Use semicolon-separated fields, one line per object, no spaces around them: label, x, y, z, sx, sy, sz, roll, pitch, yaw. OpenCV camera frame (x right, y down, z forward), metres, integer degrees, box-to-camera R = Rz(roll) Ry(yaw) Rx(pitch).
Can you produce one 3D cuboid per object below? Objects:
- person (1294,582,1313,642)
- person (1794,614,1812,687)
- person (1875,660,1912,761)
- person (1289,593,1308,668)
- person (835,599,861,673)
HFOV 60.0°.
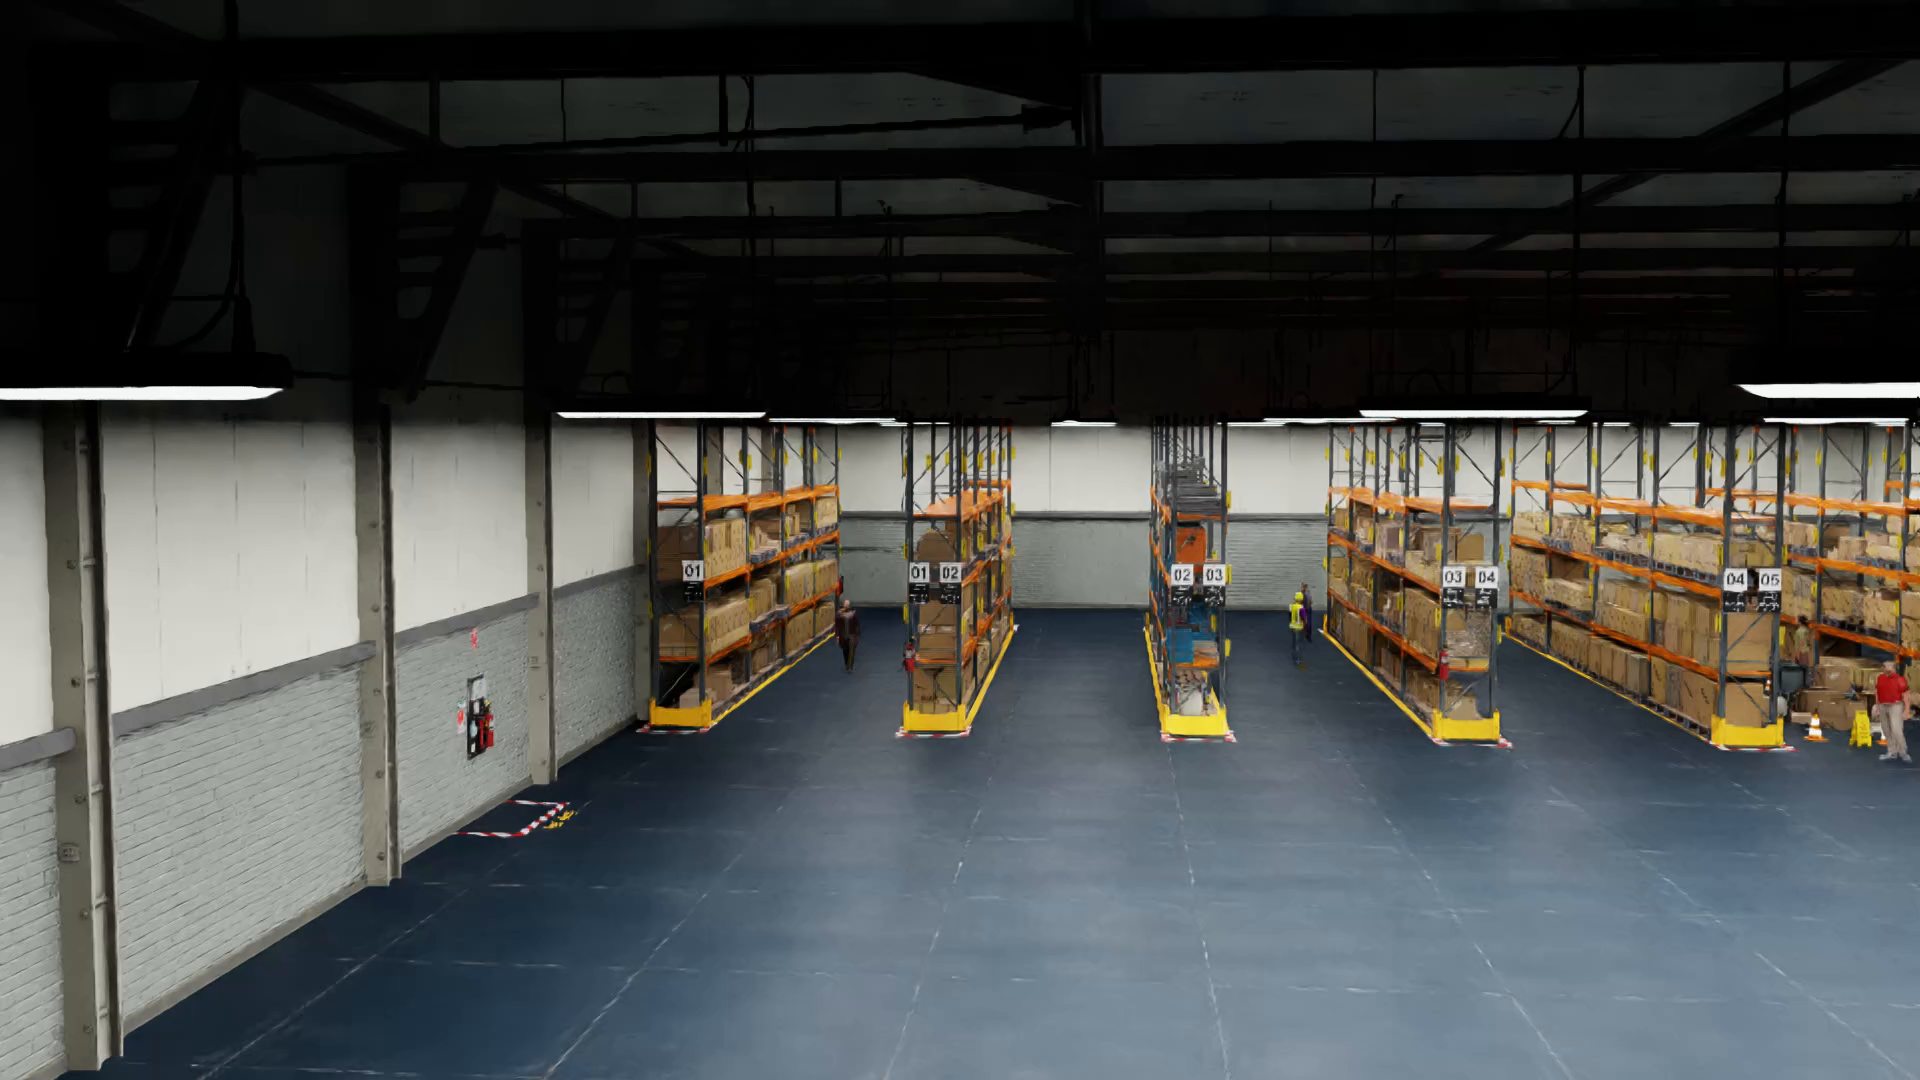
person;9.229;1.917;44.745;0.479;1.567;1.090;1;4;8
person;18.242;2.440;36.138;0.569;1.668;0.559;2;4;29
person;16.089;2.923;28.660;0.437;1.720;0.652;-2;4;-26
person;8.142;2.140;39.829;0.462;1.772;0.649;-2;4;-24
person;-2.651;2.234;38.962;0.598;1.698;1.193;1;4;8
